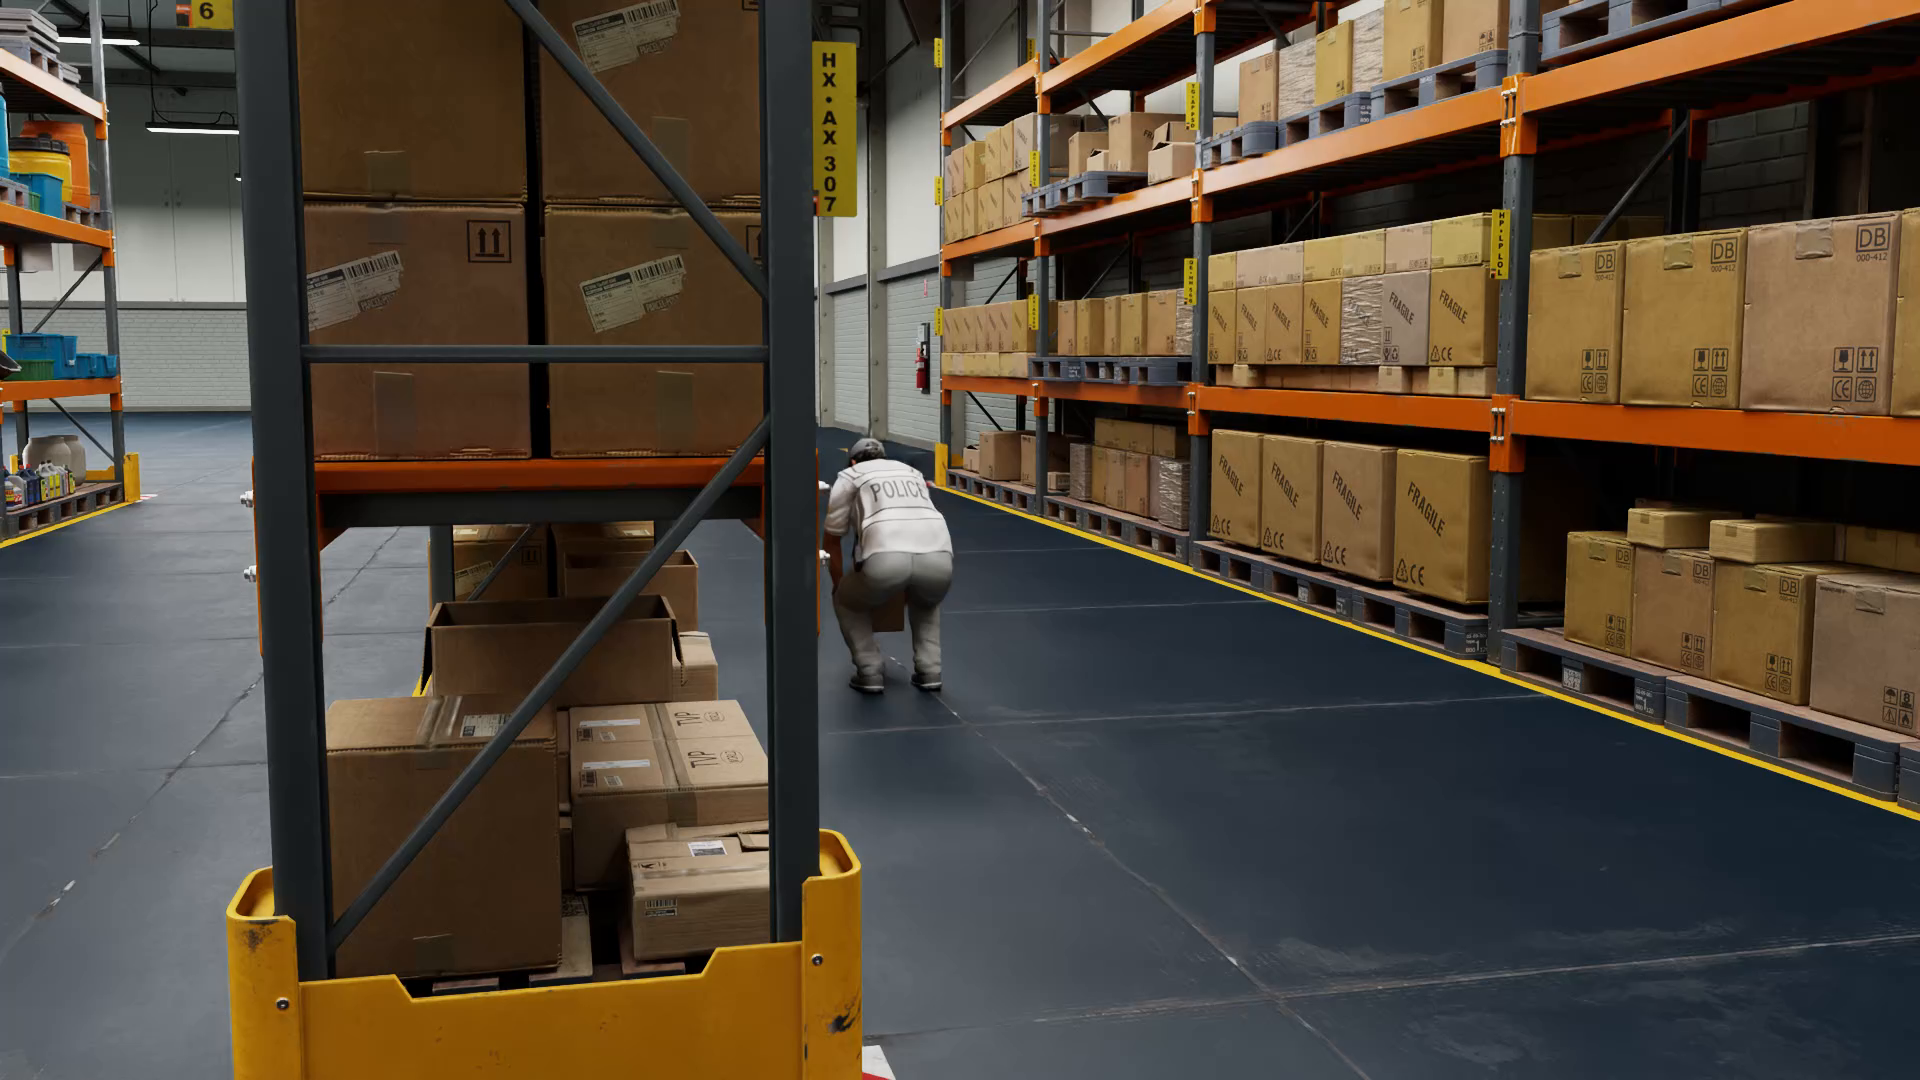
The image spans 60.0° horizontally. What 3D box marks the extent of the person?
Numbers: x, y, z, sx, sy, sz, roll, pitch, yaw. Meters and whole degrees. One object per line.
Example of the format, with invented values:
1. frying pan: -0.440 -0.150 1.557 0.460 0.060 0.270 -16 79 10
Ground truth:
1. person: -0.338 0.111 7.638 0.538 1.133 0.823 -2 6 -15
